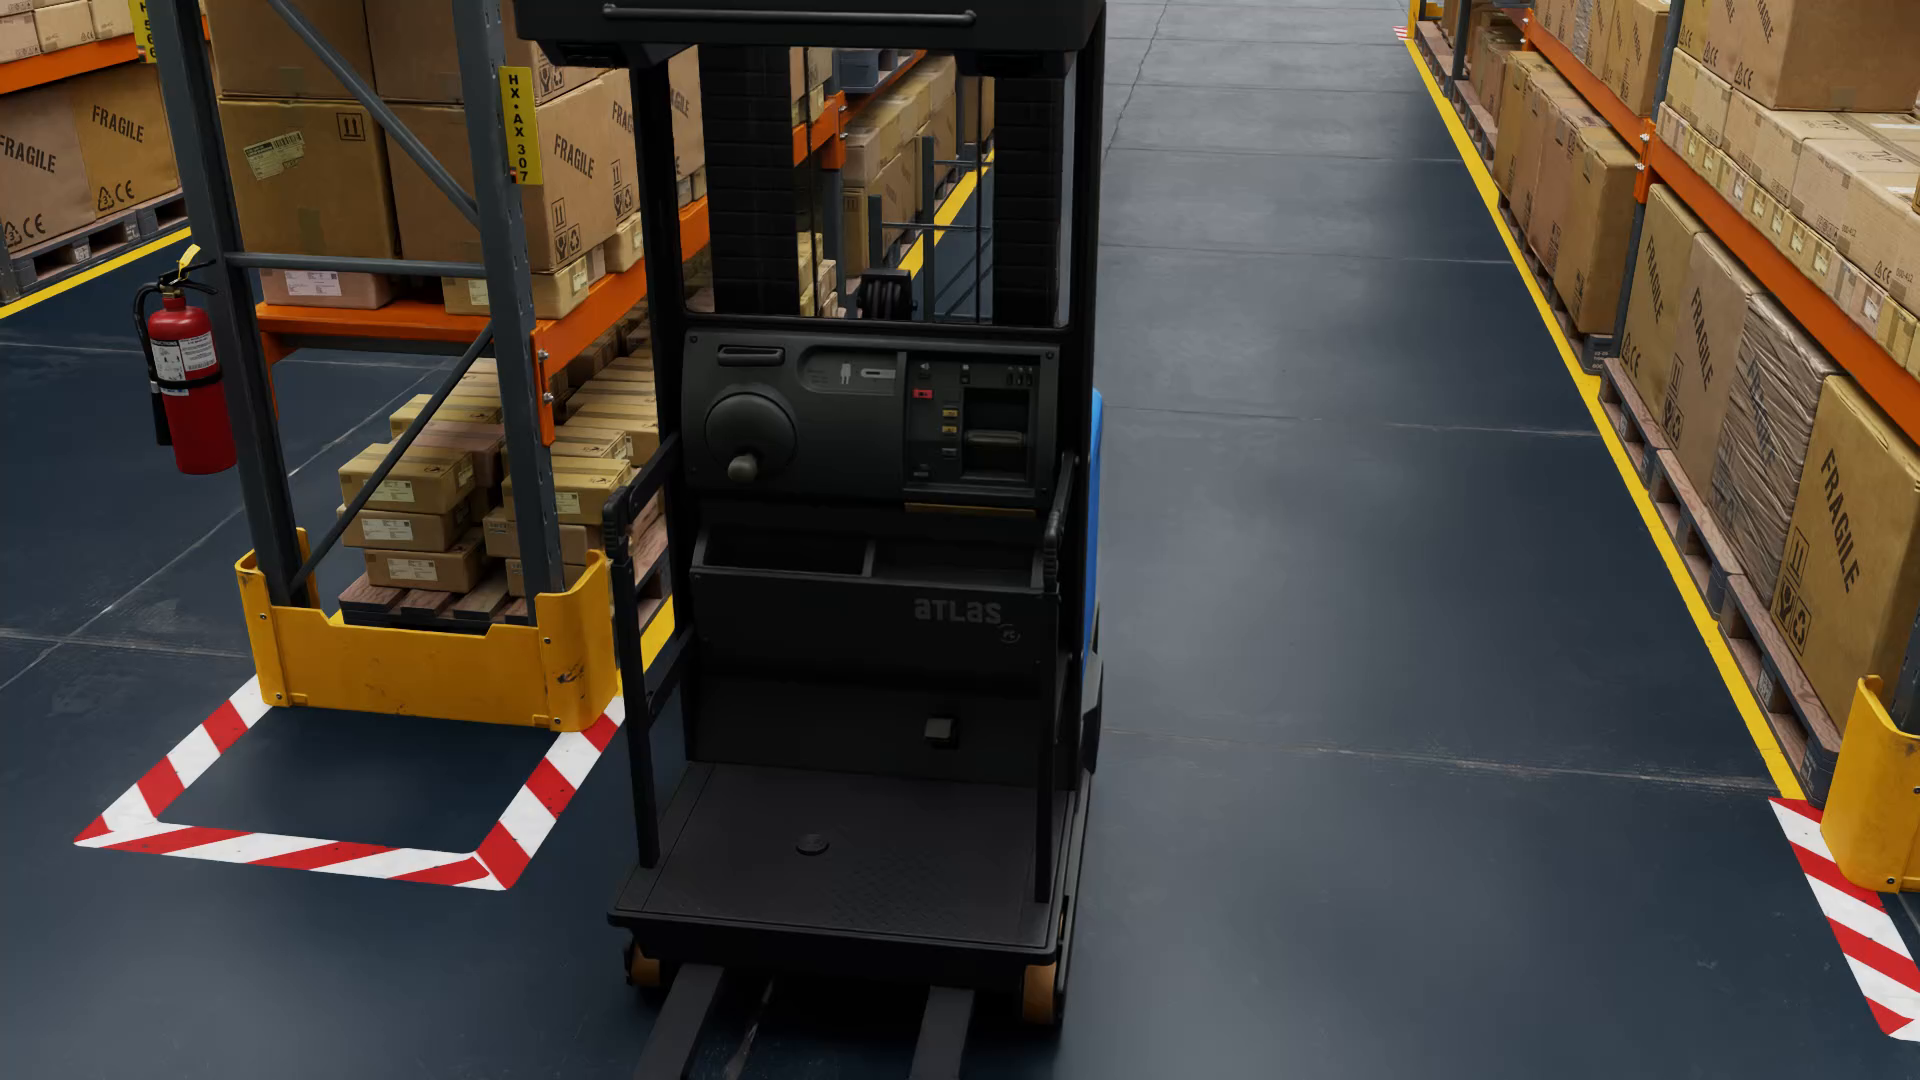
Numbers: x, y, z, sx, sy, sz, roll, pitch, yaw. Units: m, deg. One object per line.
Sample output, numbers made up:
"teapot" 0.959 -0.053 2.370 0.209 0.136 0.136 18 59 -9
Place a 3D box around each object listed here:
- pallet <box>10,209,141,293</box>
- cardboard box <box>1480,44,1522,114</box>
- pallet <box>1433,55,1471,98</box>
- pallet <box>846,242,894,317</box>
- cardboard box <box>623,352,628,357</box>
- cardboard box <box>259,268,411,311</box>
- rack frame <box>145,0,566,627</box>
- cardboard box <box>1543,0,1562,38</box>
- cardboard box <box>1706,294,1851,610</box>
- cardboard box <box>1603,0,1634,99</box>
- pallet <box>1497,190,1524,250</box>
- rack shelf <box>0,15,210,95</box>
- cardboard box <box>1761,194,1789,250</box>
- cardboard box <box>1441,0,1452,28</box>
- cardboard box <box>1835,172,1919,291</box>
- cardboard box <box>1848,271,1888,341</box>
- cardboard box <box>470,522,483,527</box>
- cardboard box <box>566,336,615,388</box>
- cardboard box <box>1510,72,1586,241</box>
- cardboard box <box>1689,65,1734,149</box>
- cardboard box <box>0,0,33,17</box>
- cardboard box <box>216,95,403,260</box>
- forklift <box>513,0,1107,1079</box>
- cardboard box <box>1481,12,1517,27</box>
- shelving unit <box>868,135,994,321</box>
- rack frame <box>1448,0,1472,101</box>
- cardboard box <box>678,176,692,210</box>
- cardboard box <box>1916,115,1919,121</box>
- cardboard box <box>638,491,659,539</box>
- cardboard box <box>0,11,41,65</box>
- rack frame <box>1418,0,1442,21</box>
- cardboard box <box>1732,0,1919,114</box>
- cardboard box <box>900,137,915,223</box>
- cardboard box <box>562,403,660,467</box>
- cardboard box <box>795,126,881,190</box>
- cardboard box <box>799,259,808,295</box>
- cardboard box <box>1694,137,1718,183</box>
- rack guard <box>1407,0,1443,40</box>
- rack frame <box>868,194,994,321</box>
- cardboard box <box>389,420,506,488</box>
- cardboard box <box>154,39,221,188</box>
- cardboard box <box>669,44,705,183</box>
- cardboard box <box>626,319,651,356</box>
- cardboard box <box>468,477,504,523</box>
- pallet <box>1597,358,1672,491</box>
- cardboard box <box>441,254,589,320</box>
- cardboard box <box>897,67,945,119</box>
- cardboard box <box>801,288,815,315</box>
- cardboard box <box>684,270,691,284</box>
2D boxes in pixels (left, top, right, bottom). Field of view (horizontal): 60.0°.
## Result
"pallet" -5.967 -1.847 10.446 1.003 0.211 1.213 4 25 9
"cardboard box" 4.756 -3.821 13.804 0.700 0.500 0.500 2 25 4
"pallet" 5.140 -4.461 16.032 1.003 0.211 1.213 4 25 9
"pallet" -0.993 -1.544 9.799 1.003 0.211 1.213 4 25 9
"cardboard box" -1.670 -0.842 7.526 0.380 0.149 0.250 4 25 8
"cardboard box" -1.998 -0.850 5.324 0.380 0.149 0.250 4 25 9
"rack frame" -1.773 -0.808 4.938 1.000 3.000 0.127 4 25 9
"cardboard box" 3.981 -3.413 10.385 0.500 0.500 0.500 3 25 7
"cardboard box" 3.278 -0.304 5.872 0.875 0.875 0.875 4 25 9
"cardboard box" 3.652 -2.561 8.566 0.500 0.500 0.500 5 26 10
"pallet" 4.208 -2.181 11.160 1.003 0.211 1.213 4 25 9
"rack shelf" -5.692 -3.292 11.094 1.077 0.370 4.000 4 25 9
"cardboard box" 3.087 -1.119 5.900 0.380 0.149 0.250 5 25 10
"cardboard box" 5.600 -5.912 18.295 0.500 0.500 0.500 9 27 18
"cardboard box" 3.005 -0.922 5.008 0.500 0.250 0.500 4 25 8
"cardboard box" 2.920 -0.694 4.992 0.380 0.149 0.250 4 25 9
"cardboard box" -1.950 -0.056 6.199 0.380 0.149 0.250 5 26 10
"cardboard box" -1.675 -0.756 6.993 0.380 0.149 0.250 3 25 7
"cardboard box" 4.125 -2.336 10.214 1.225 0.875 0.875 4 25 9
"cardboard box" 3.336 -1.776 6.832 0.500 0.250 0.500 4 25 8
"cardboard box" -5.669 -3.105 9.432 0.500 0.250 0.500 3 25 7
"cardboard box" -1.953 -1.194 5.293 0.500 0.500 0.500 5 25 10
"forklift" -0.252 -0.275 3.880 1.130 2.935 3.031 3 25 7
"cardboard box" 5.170 -4.664 15.628 0.500 0.500 0.500 3 25 7
"shelving unit" 0.014 -0.715 6.508 0.538 1.500 1.048 4 25 9
"rack frame" 5.065 -5.441 14.836 1.000 3.000 0.127 4 25 9
"cardboard box" -1.255 -1.356 6.405 0.380 0.149 0.250 4 25 7
"cardboard box" 3.693 -1.317 5.852 0.500 0.250 0.500 4 25 7
"cardboard box" -1.376 -0.124 6.343 0.380 0.149 0.250 4 25 9
"cardboard box" -5.687 -2.880 9.540 0.500 0.250 0.500 3 25 7
"rack frame" 5.719 -7.114 18.410 1.000 3.000 0.127 4 25 9
"cardboard box" 3.259 -1.896 6.203 0.500 0.500 0.500 3 25 7
"cardboard box" -0.580 -2.271 10.517 0.500 0.500 0.500 4 25 9
"cardboard box" -1.258 -0.392 6.215 0.380 0.149 0.250 4 25 8
"cardboard box" -0.738 -2.169 9.415 0.500 0.250 0.500 3 25 6
"cardboard box" -0.957 -1.268 8.087 0.380 0.149 0.250 4 25 8
"cardboard box" 3.254 -1.550 6.820 0.380 0.149 0.250 3 25 7
"rack guard" 5.706 -5.950 18.872 1.175 0.500 0.348 4 25 9
"rack frame" -0.069 -0.502 6.054 0.500 1.500 0.032 4 25 9
"cardboard box" -1.839 -0.317 6.054 0.380 0.149 0.250 5 25 10
"cardboard box" -5.710 -3.027 11.689 0.875 0.875 0.875 4 25 9
"cardboard box" -1.272 -1.586 6.132 0.500 0.500 0.500 4 25 9
"cardboard box" -1.210 -0.836 7.163 0.380 0.149 0.250 4 25 9
"cardboard box" -1.872 -0.188 6.130 0.380 0.149 0.250 3 25 7
"pallet" 3.556 -0.520 7.611 1.003 0.211 1.213 4 25 9
"cardboard box" -1.397 -0.807 5.232 0.380 0.149 0.250 4 25 8
"cardboard box" -0.390 -3.035 11.265 0.500 0.250 0.500 4 25 9
"cardboard box" -0.915 -1.134 8.150 0.380 0.149 0.250 3 25 7
"cardboard box" -1.496 -1.189 7.917 0.380 0.149 0.250 3 25 7
